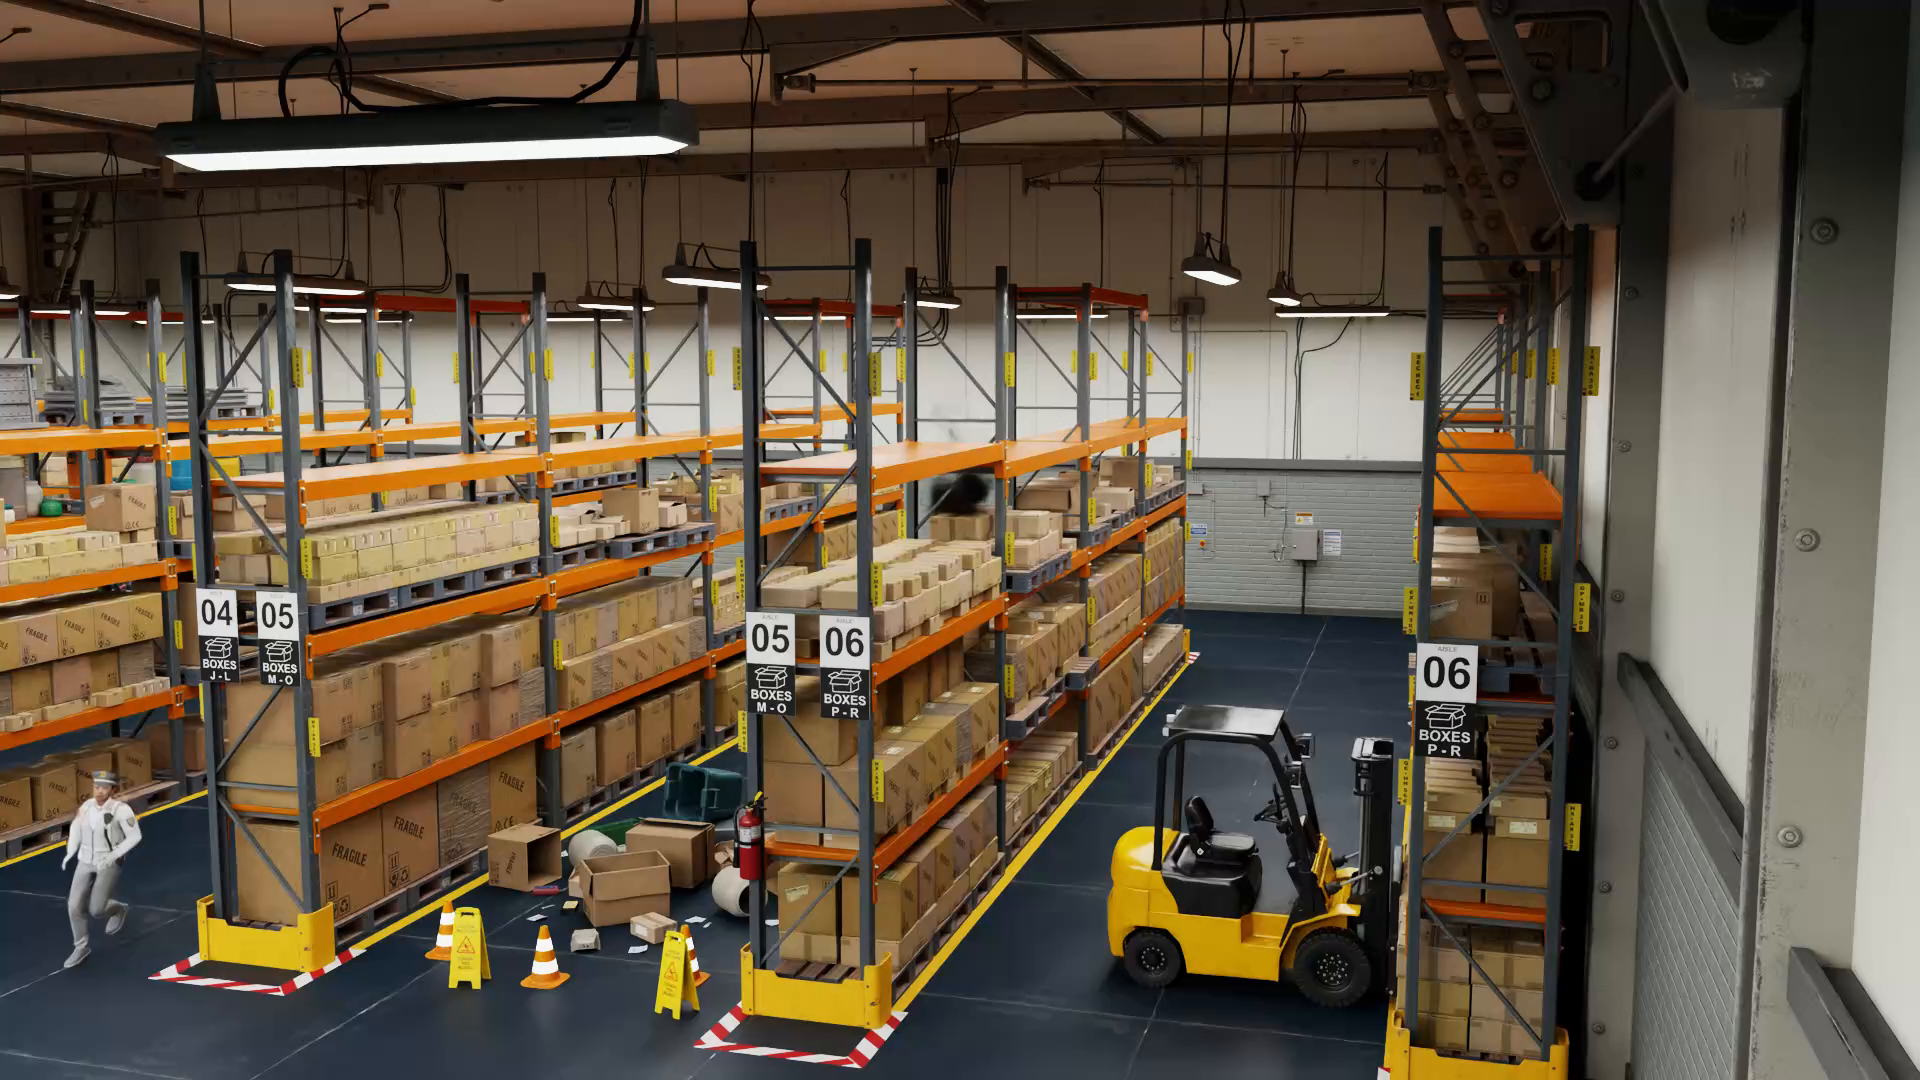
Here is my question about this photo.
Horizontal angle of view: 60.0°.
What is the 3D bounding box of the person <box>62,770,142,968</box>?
[{"bbox_3d":[-7.358,2.774,14.301,0.654,1.660,0.691,1,6,5],"label":"person"}]
